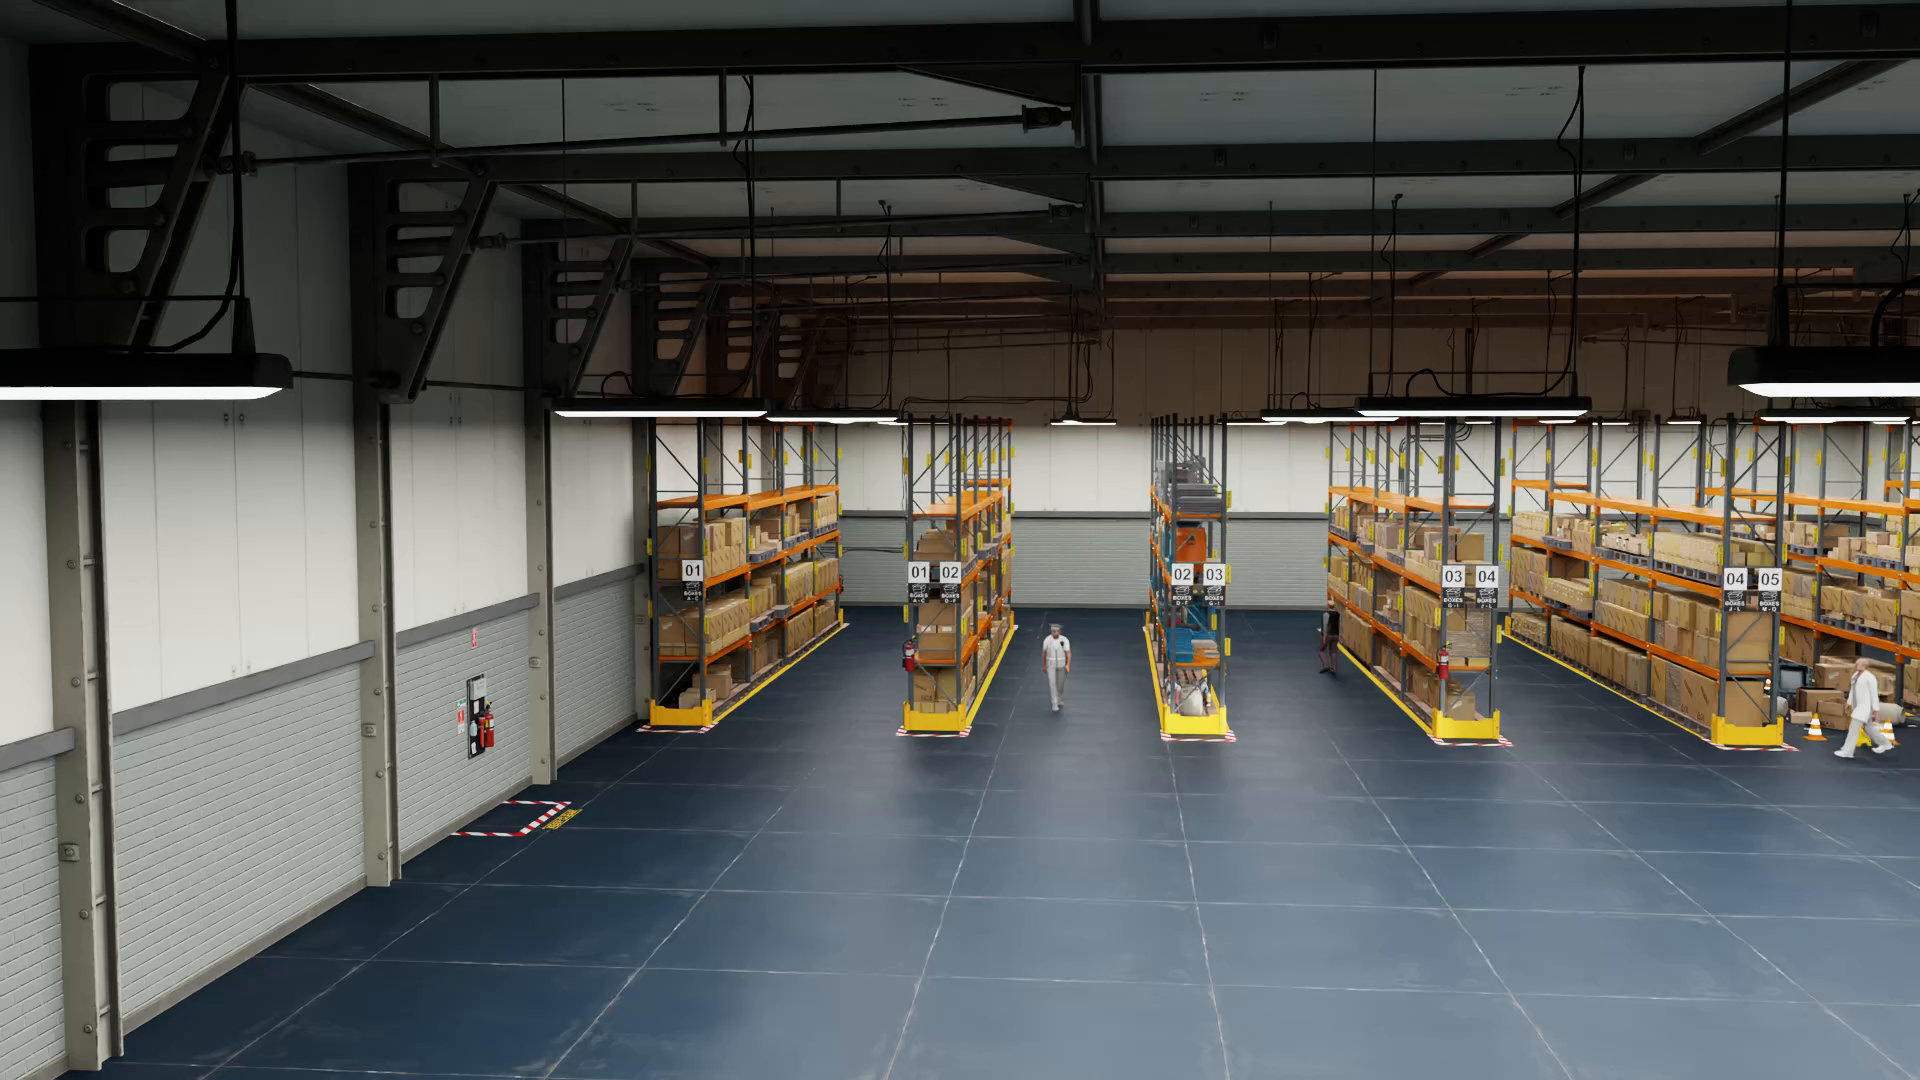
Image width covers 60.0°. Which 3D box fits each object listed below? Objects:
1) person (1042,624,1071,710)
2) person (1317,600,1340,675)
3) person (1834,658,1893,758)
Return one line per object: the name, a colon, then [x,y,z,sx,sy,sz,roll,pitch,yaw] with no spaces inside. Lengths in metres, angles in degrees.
person: [1.972,2.562,33.866,0.560,1.715,0.971,0,4,-2]
person: [8.616,2.258,38.629,0.552,1.713,0.522,-1,4,-21]
person: [15.683,2.905,28.883,1.084,1.734,0.614,0,4,-3]
